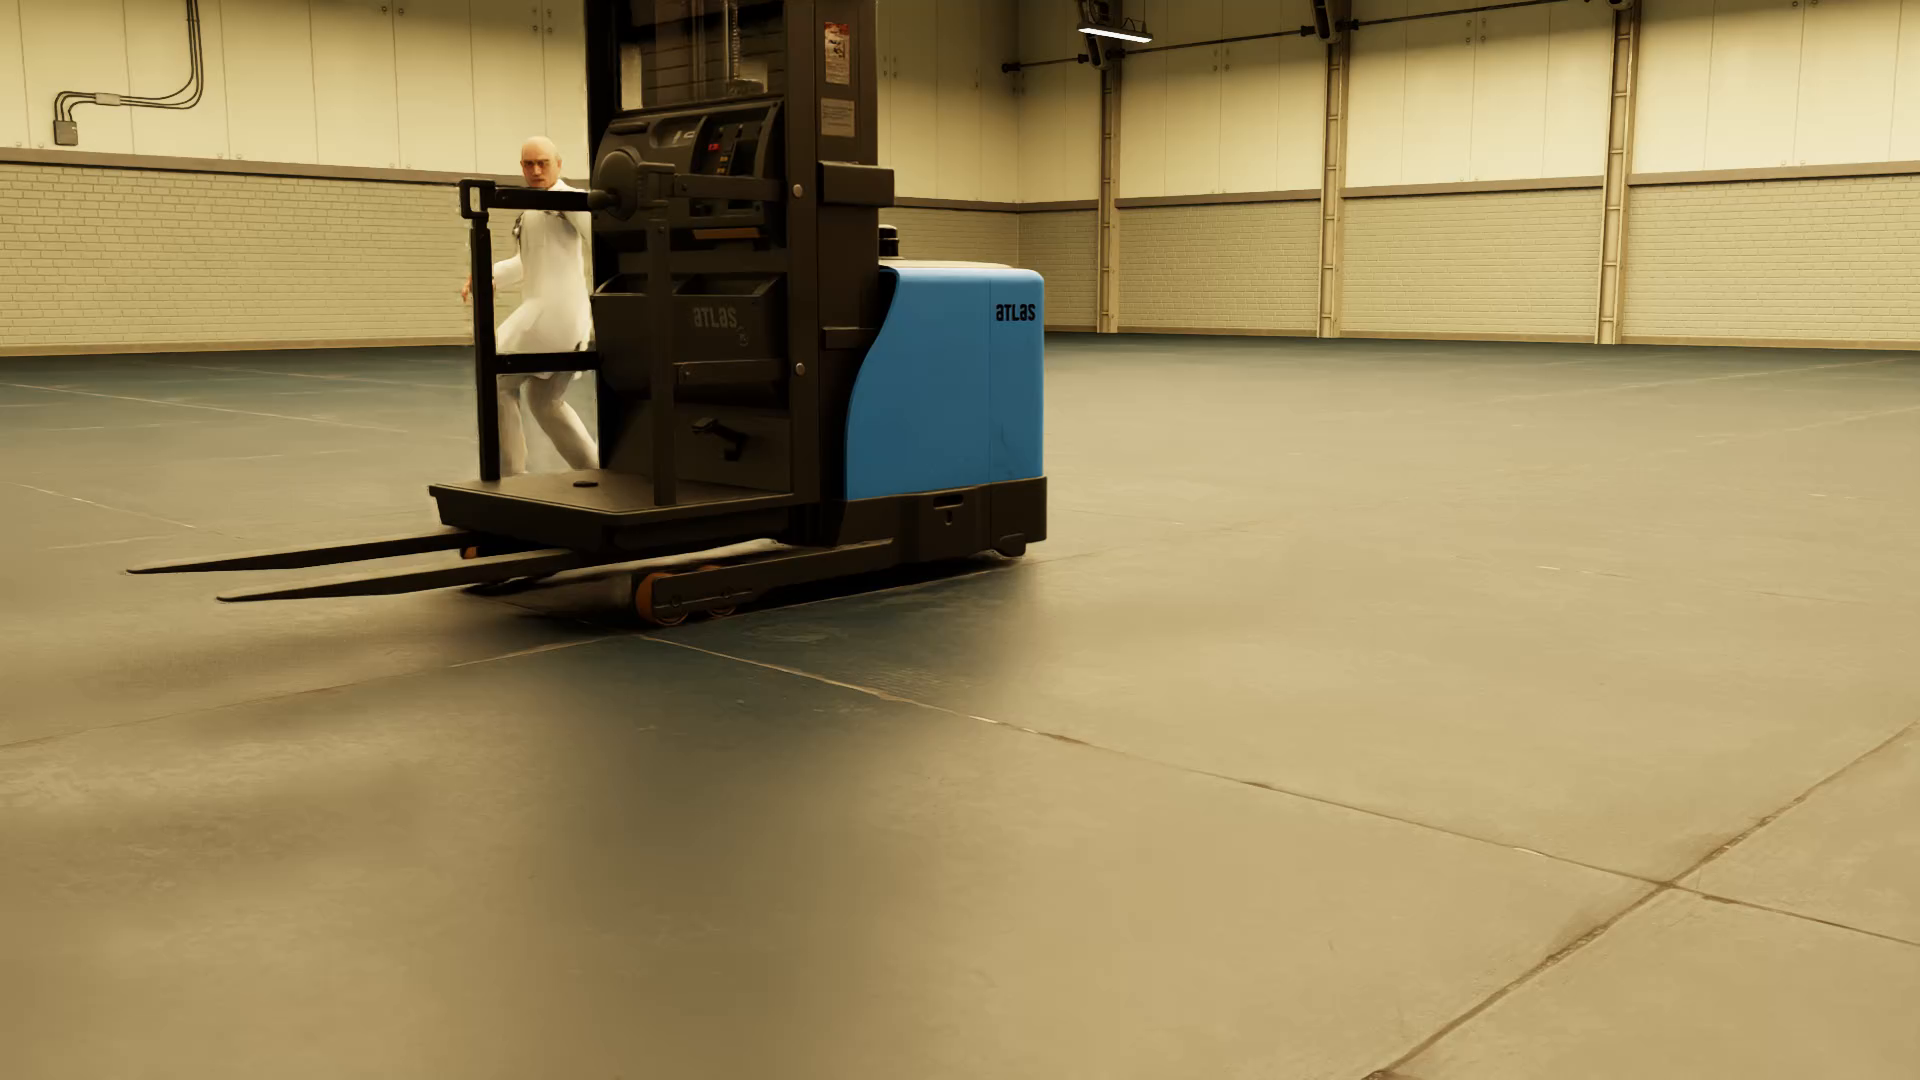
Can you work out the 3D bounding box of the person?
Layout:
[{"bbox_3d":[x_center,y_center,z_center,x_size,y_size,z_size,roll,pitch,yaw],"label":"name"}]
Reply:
[{"bbox_3d":[-1.951,-1.008,7.906,0.888,1.784,0.655,0,9,-1],"label":"person"}]

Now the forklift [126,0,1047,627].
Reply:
[{"bbox_3d":[-1.056,-1.275,5.339,1.130,2.935,3.031,8,12,43],"label":"forklift"}]
